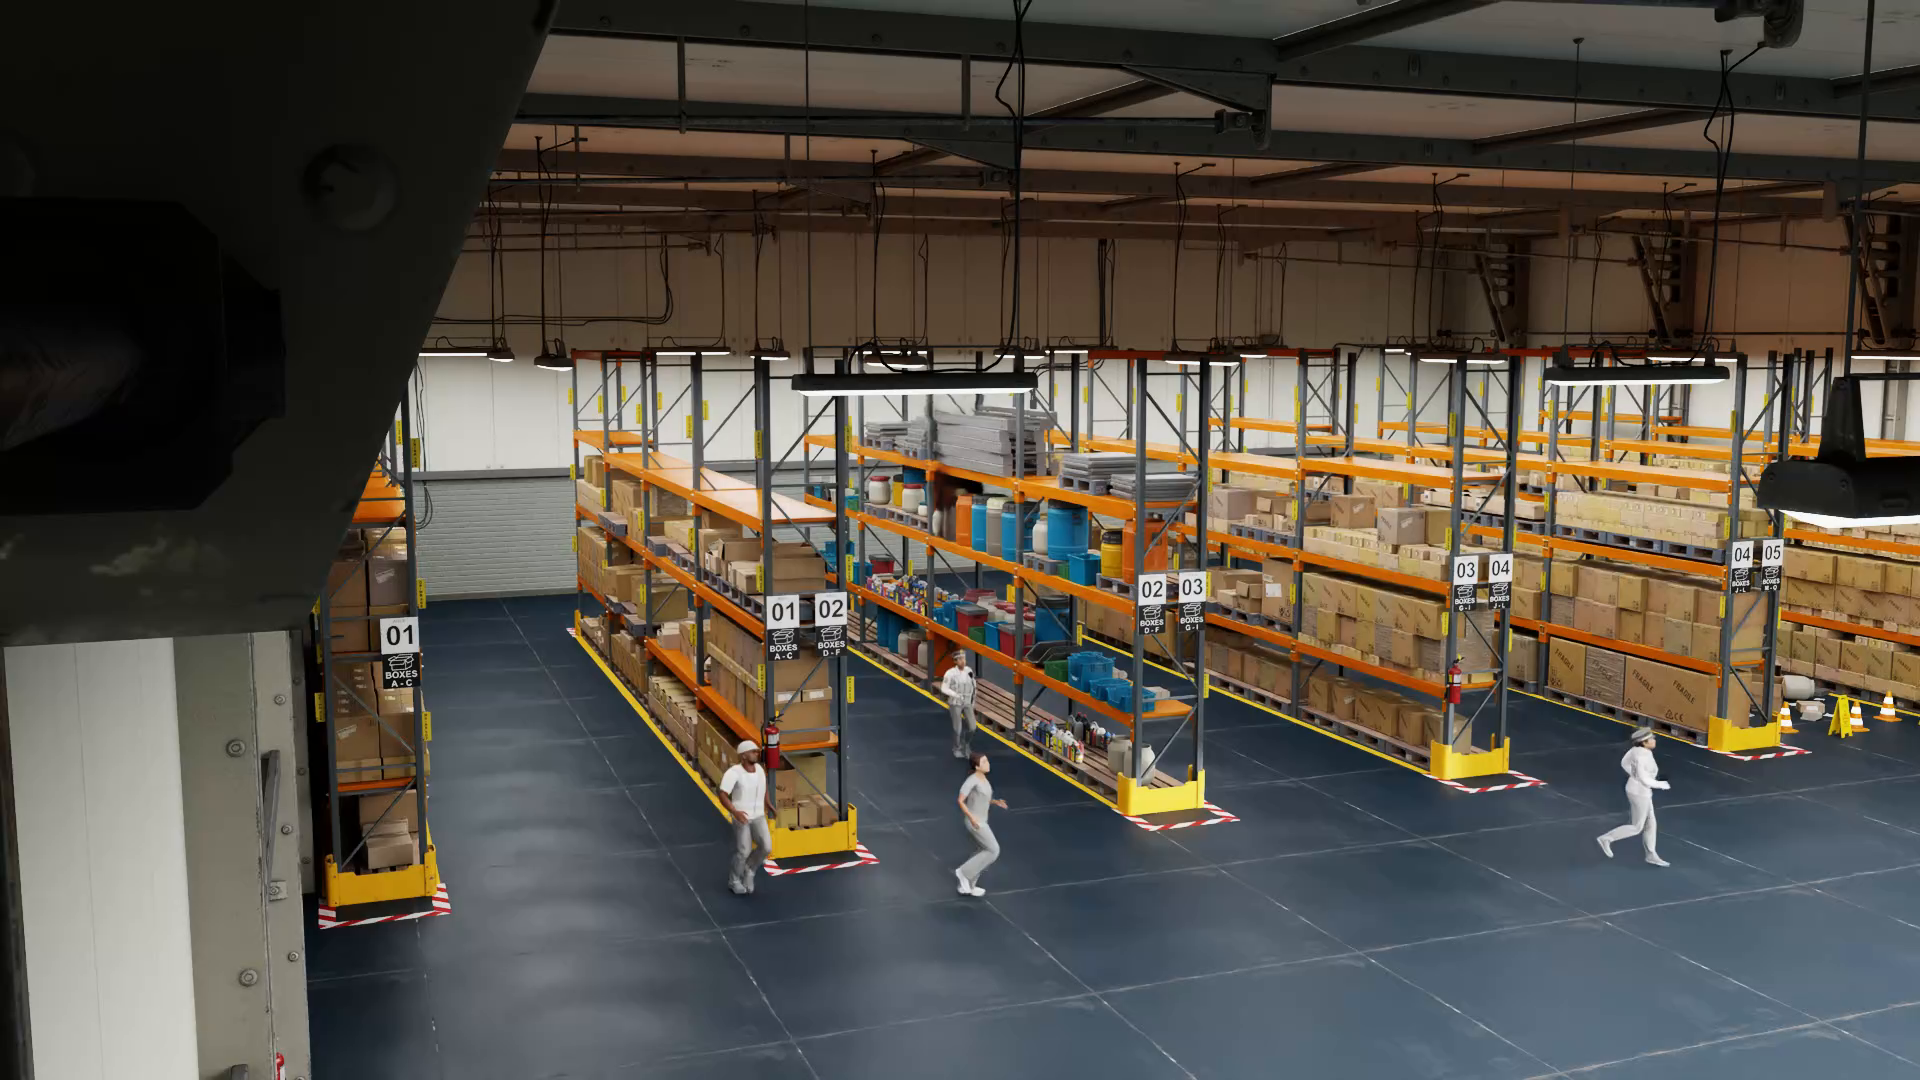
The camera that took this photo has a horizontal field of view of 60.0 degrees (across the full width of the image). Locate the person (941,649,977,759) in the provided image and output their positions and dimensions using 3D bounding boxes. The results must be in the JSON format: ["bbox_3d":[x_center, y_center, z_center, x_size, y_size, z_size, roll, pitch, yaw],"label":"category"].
[{"bbox_3d":[0.023,2.436,24.547,0.611,1.663,0.599,-3,8,-20],"label":"person"}]

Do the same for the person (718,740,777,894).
[{"bbox_3d":[-2.373,3.151,18.891,0.761,1.707,0.589,-6,10,-42],"label":"person"}]

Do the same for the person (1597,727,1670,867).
[{"bbox_3d":[8.047,3.048,19.832,0.867,1.702,0.625,1,7,11],"label":"person"}]

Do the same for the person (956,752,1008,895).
[{"bbox_3d":[0.248,3.194,18.767,0.558,1.637,0.551,1,7,11],"label":"person"}]
